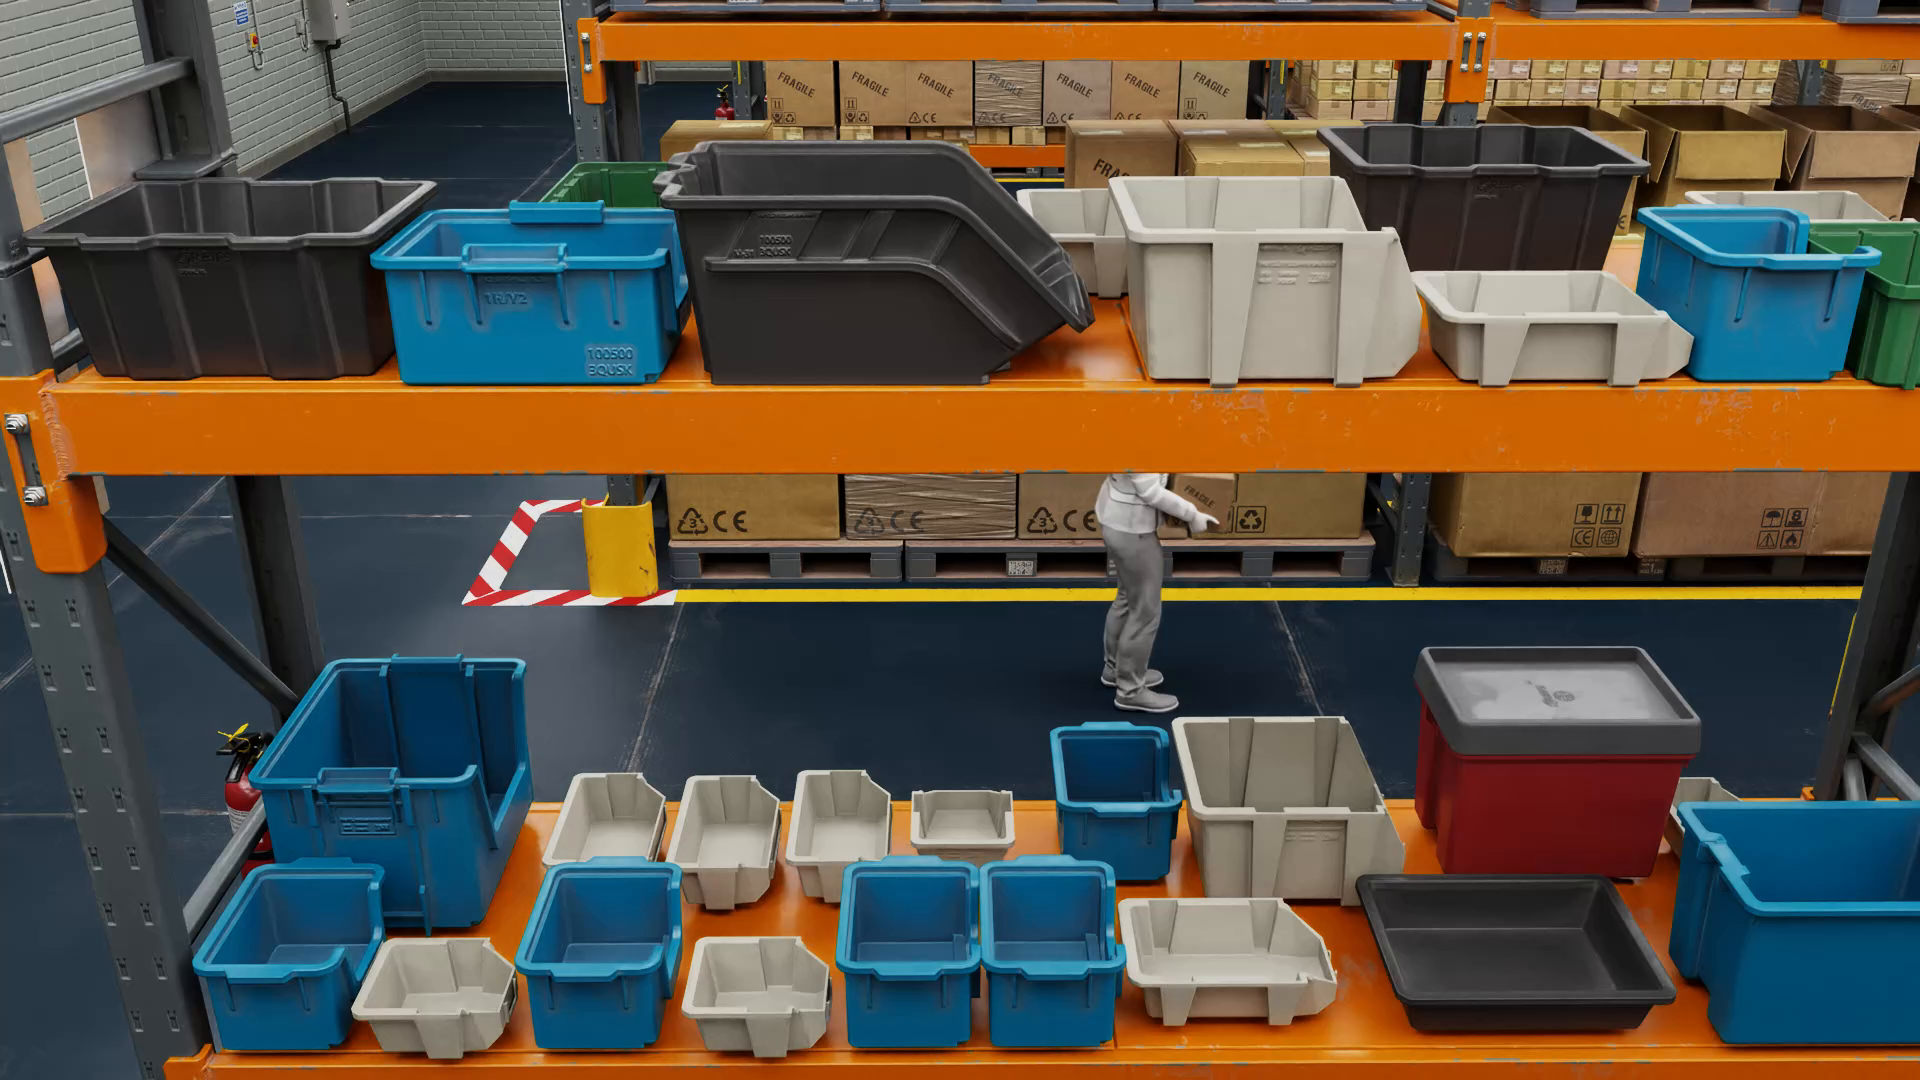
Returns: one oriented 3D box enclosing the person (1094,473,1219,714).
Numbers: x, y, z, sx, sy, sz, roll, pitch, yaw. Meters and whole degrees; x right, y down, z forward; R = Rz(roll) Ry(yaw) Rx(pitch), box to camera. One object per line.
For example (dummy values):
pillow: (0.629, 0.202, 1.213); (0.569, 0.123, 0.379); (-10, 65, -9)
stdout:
person: (0.823, -0.066, 7.212); (0.550, 1.690, 0.469); (0, 24, -1)
